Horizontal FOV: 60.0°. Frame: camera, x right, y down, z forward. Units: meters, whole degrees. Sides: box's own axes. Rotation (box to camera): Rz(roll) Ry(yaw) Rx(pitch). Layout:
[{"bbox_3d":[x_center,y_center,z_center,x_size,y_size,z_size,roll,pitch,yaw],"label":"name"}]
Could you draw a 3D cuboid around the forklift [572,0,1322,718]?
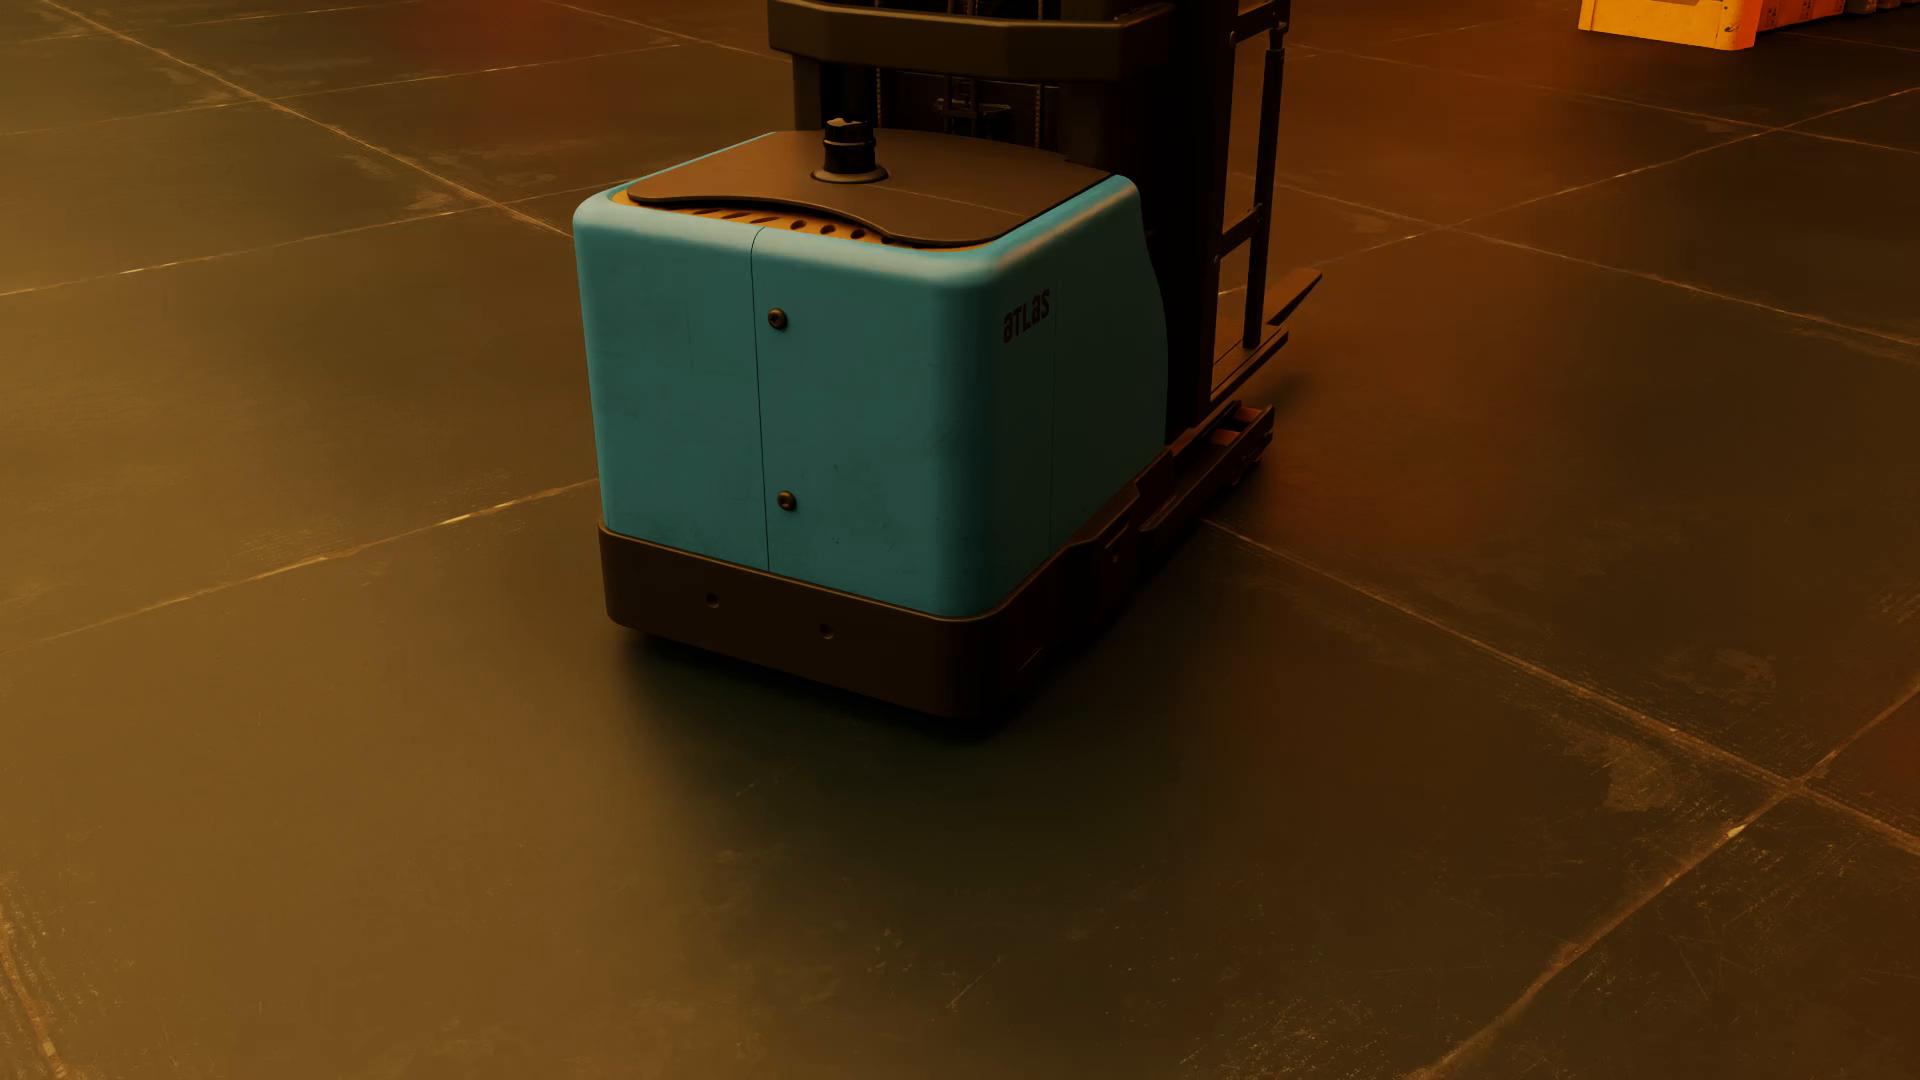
[{"bbox_3d":[0.285,-1.552,4.331,1.130,2.935,3.031,13,29,25],"label":"forklift"}]
